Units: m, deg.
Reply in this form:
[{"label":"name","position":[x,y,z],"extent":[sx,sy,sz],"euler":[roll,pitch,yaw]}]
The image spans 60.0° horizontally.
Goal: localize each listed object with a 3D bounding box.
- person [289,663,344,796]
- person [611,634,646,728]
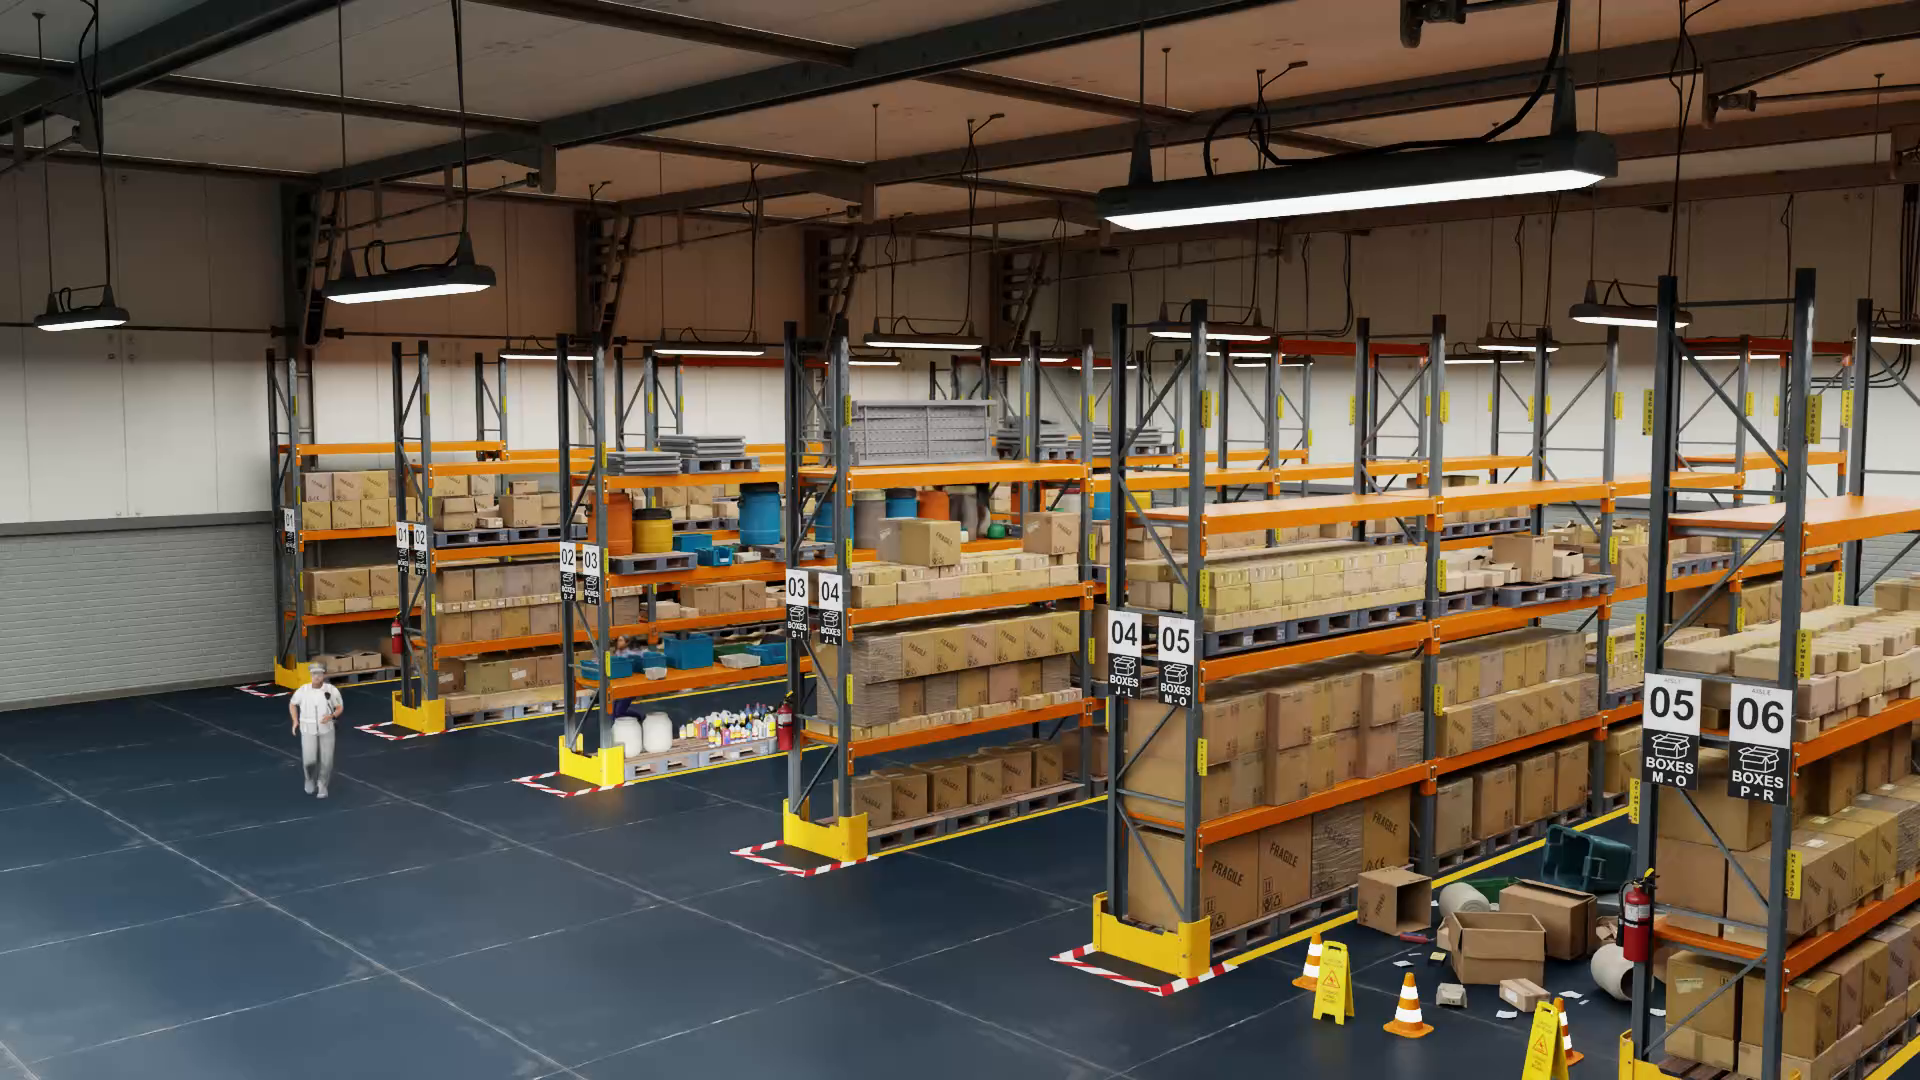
[{"label":"person","position":[-8.243,2.445,21.331],"extent":[0.653,1.744,0.612],"euler":[-2,5,-22]},{"label":"person","position":[-5.046,2.205,25.019],"extent":[0.605,1.593,0.578],"euler":[4,6,39]}]
